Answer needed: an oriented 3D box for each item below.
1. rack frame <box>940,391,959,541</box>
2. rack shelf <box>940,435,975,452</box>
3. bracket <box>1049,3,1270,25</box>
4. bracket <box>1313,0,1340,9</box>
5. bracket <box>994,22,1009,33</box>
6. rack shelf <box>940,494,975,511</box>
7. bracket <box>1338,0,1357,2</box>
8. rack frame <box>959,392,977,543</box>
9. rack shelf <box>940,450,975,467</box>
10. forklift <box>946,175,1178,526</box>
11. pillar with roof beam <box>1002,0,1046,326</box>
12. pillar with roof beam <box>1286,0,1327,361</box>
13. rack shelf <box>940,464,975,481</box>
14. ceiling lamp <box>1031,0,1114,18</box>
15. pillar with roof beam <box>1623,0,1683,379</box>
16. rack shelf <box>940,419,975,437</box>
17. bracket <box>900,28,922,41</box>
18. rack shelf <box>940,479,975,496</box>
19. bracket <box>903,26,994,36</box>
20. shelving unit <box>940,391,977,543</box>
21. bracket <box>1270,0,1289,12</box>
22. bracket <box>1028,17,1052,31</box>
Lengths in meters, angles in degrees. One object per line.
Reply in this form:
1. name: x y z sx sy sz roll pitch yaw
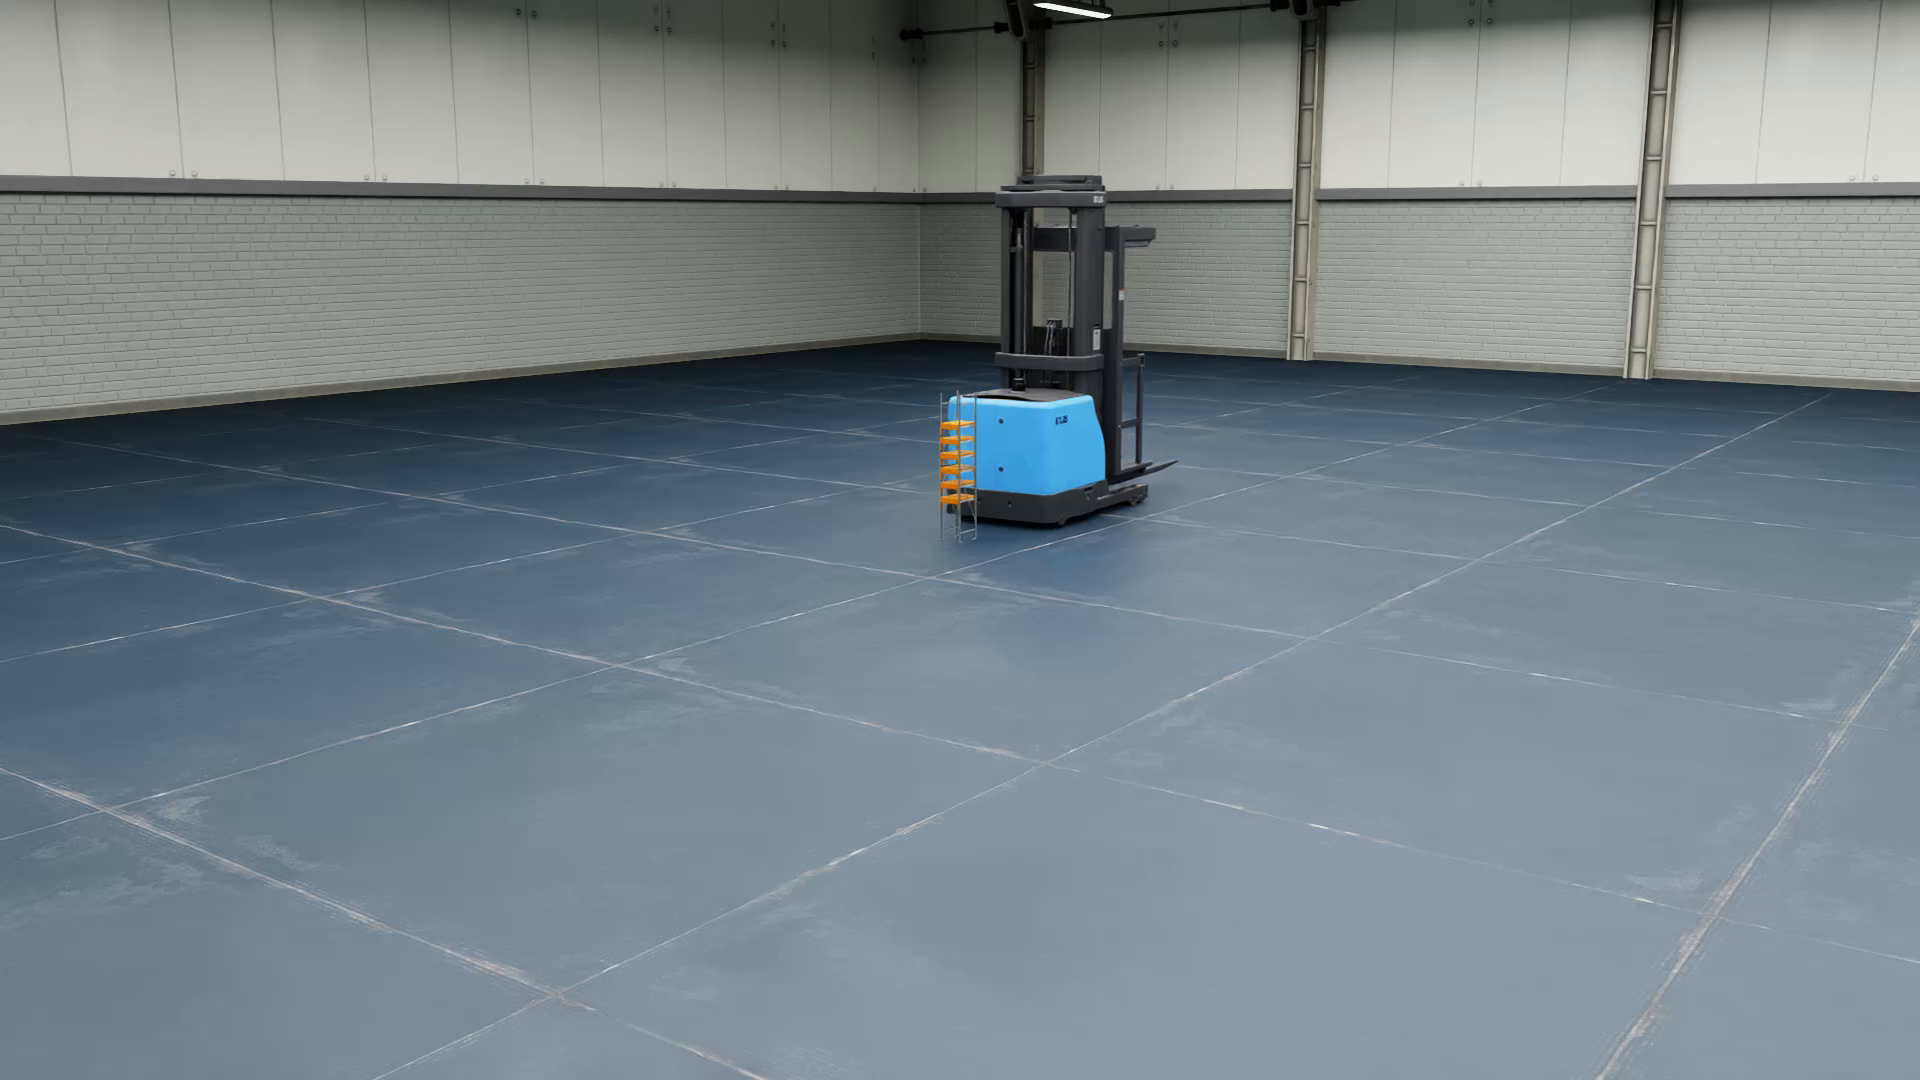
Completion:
1. rack frame: -0.085 -0.601 13.477 0.006 1.200 0.240 8 13 36
2. rack shelf: -0.012 -0.783 13.387 0.180 0.103 0.258 8 13 36
3. bracket: 3.652 -9.804 31.036 4.783 0.066 0.076 8 13 36
4. bracket: 6.412 -9.419 29.047 0.430 0.232 0.235 8 13 36
5. bracket: 0.906 -10.187 33.016 0.430 0.232 0.235 8 13 36
6. rack shelf: -0.012 -0.311 13.478 0.180 0.103 0.258 8 13 36
7. bracket: 8.488 -9.129 27.549 4.783 0.066 0.076 8 13 36
8. rack frame: 0.062 -0.580 13.371 0.006 1.200 0.240 8 13 36
9. rack shelf: -0.012 -0.665 13.410 0.180 0.103 0.258 8 13 36
10. forklift: 1.080 -1.795 15.092 1.130 2.935 3.031 7 13 31
11. pillar with roof beam: -1.097 -7.768 29.991 0.548 9.000 9.100 8 13 36
12. pillar with roof beam: 3.739 -7.093 26.504 0.548 9.000 9.100 8 13 36
13. rack shelf: -0.012 -0.547 13.433 0.180 0.103 0.258 8 13 36
14. ceiling lamp: 1.629 -10.099 26.672 0.800 3.185 2.000 8 13 36
15. pillar with roof beam: 8.575 -6.419 23.017 0.400 9.000 9.100 8 13 36
16. rack shelf: -0.012 -0.901 13.364 0.180 0.103 0.258 8 13 36
17. bracket: -1.004 -10.453 34.393 0.430 0.232 0.235 8 13 36
18. rack shelf: -0.012 -0.429 13.455 0.180 0.103 0.258 8 13 36
19. bracket: -0.528 -10.387 34.050 3.189 0.066 0.076 8 13 36
20. shelving unit: -0.012 -0.591 13.424 0.189 1.200 0.258 8 13 36
21. bracket: 5.742 -9.512 29.529 0.430 0.232 0.235 8 13 36
22. bracket: 1.575 -10.093 32.533 0.430 0.232 0.235 8 13 36
